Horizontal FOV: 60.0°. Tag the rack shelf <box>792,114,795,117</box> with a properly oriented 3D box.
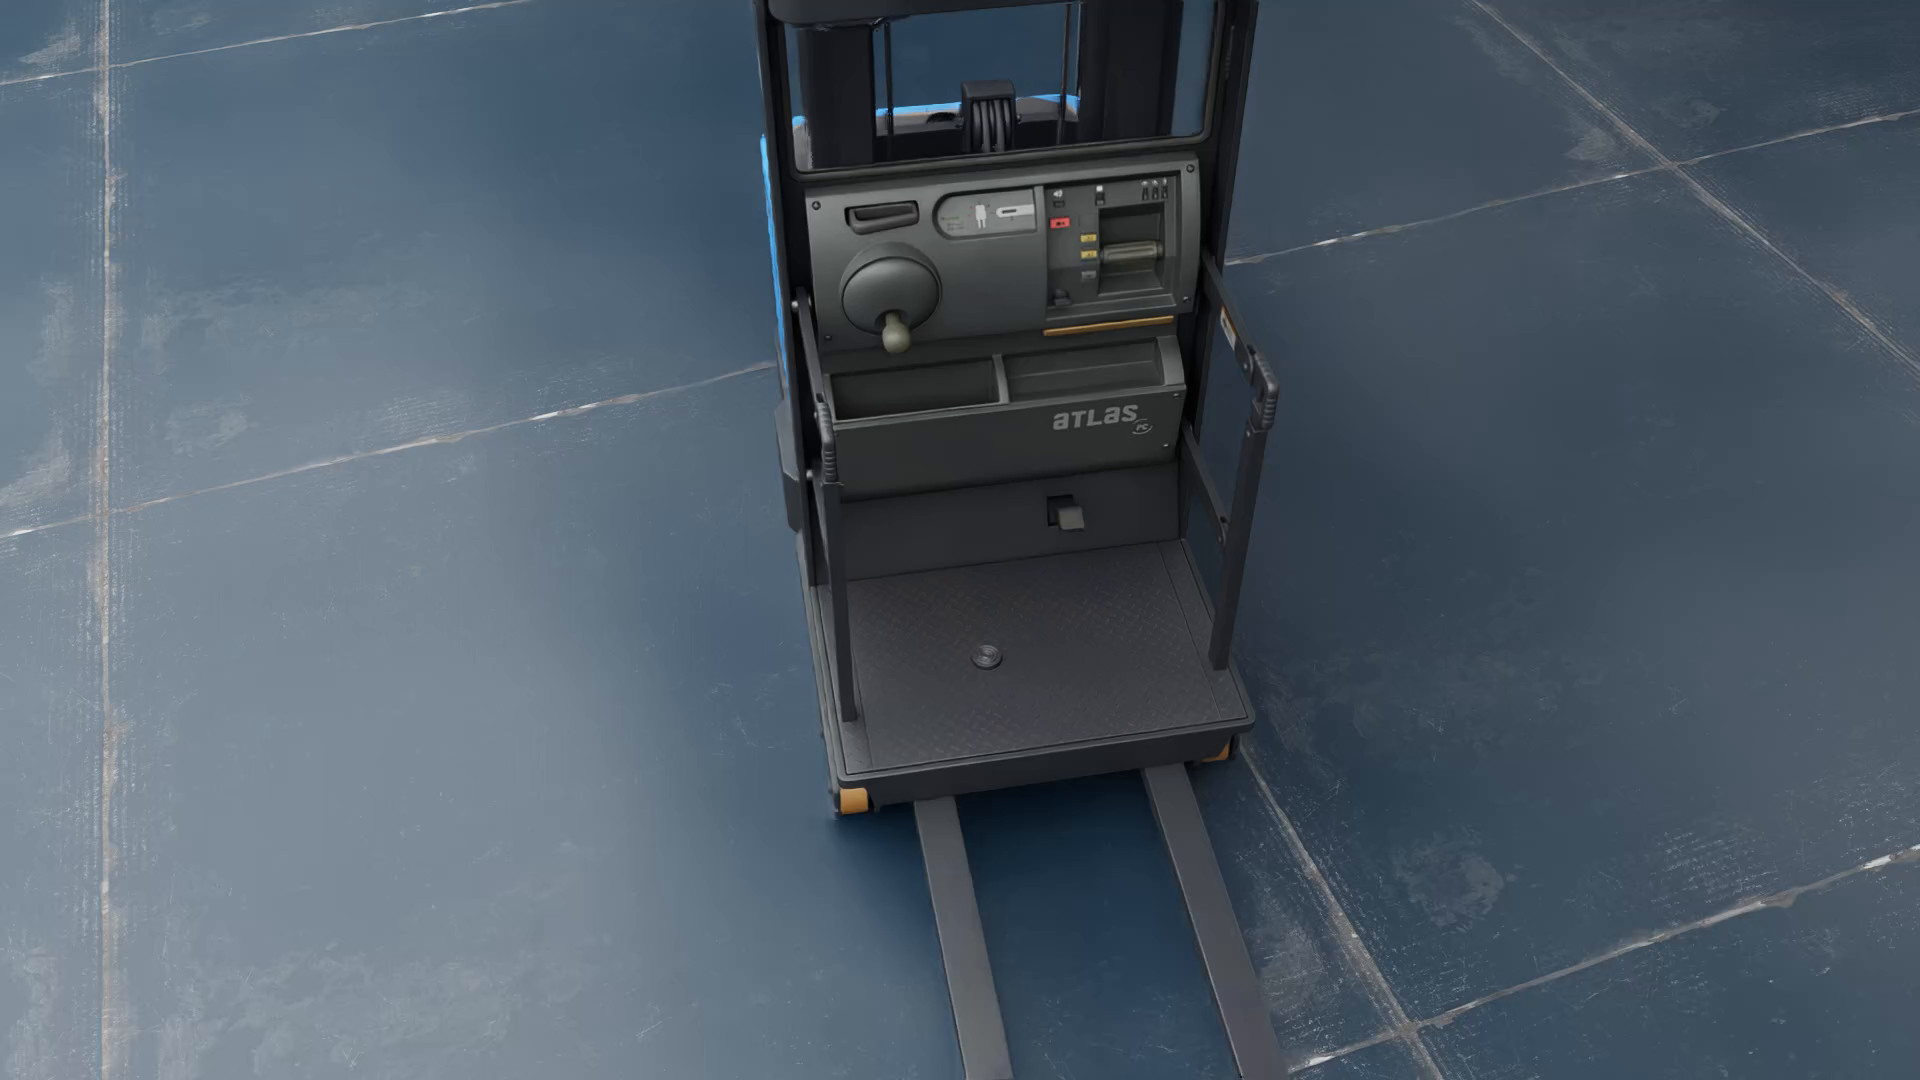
[{"bbox_3d":[-0.087,-1.253,5.694,1.000,0.185,0.538,-2,45,-2],"label":"rack shelf"}]

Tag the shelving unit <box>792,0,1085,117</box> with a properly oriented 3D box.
[{"bbox_3d":[-0.087,-1.380,5.566,1.048,1.500,0.538,-2,45,-2],"label":"shelving unit"}]

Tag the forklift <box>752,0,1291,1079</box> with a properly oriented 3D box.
[{"bbox_3d":[0.149,-0.578,3.757,1.130,2.935,3.031,-7,46,-7],"label":"forklift"}]

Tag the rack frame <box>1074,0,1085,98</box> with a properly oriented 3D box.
[{"bbox_3d":[0.421,-1.395,5.581,0.032,1.500,0.500,-2,45,-2],"label":"rack frame"}]
